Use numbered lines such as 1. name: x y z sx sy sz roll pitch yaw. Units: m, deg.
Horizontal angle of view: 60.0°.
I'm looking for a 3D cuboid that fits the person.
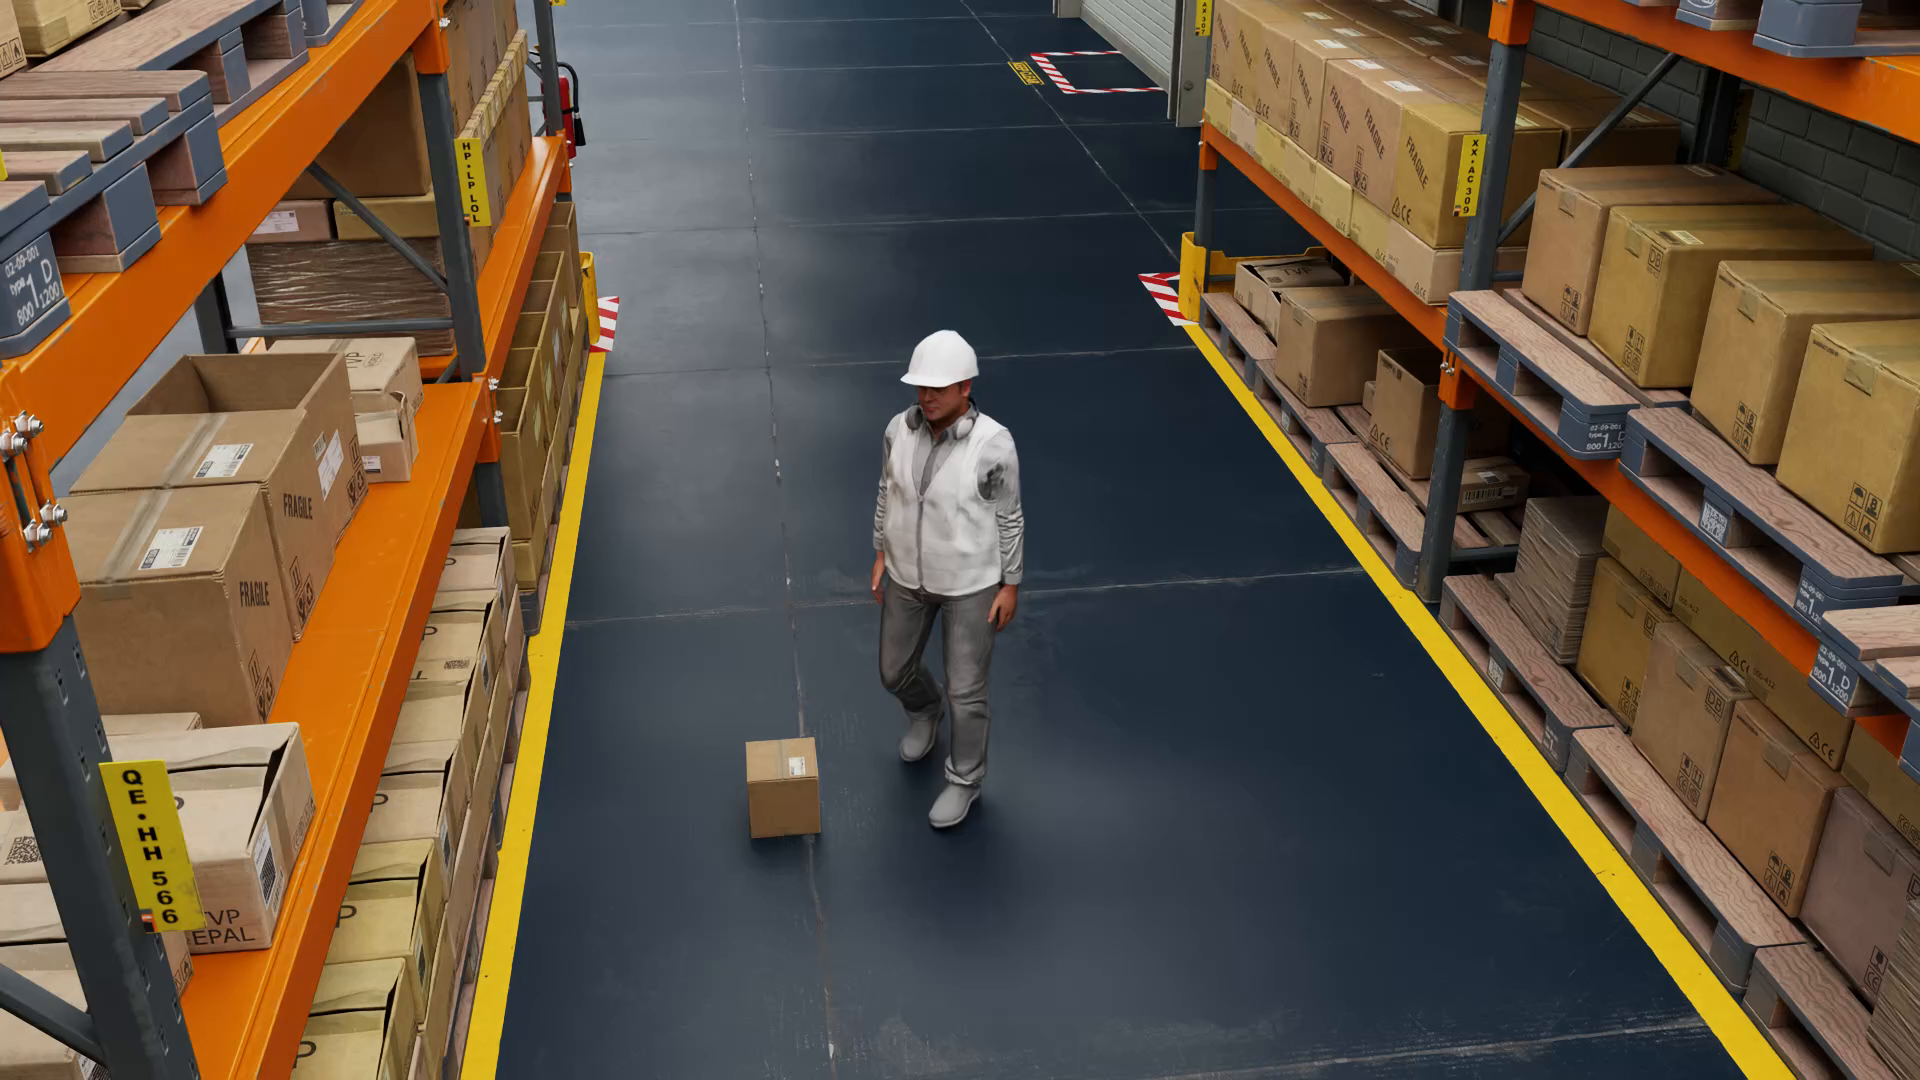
1. person: -0.056 0.116 5.852 0.575 1.773 0.586 13 30 24
